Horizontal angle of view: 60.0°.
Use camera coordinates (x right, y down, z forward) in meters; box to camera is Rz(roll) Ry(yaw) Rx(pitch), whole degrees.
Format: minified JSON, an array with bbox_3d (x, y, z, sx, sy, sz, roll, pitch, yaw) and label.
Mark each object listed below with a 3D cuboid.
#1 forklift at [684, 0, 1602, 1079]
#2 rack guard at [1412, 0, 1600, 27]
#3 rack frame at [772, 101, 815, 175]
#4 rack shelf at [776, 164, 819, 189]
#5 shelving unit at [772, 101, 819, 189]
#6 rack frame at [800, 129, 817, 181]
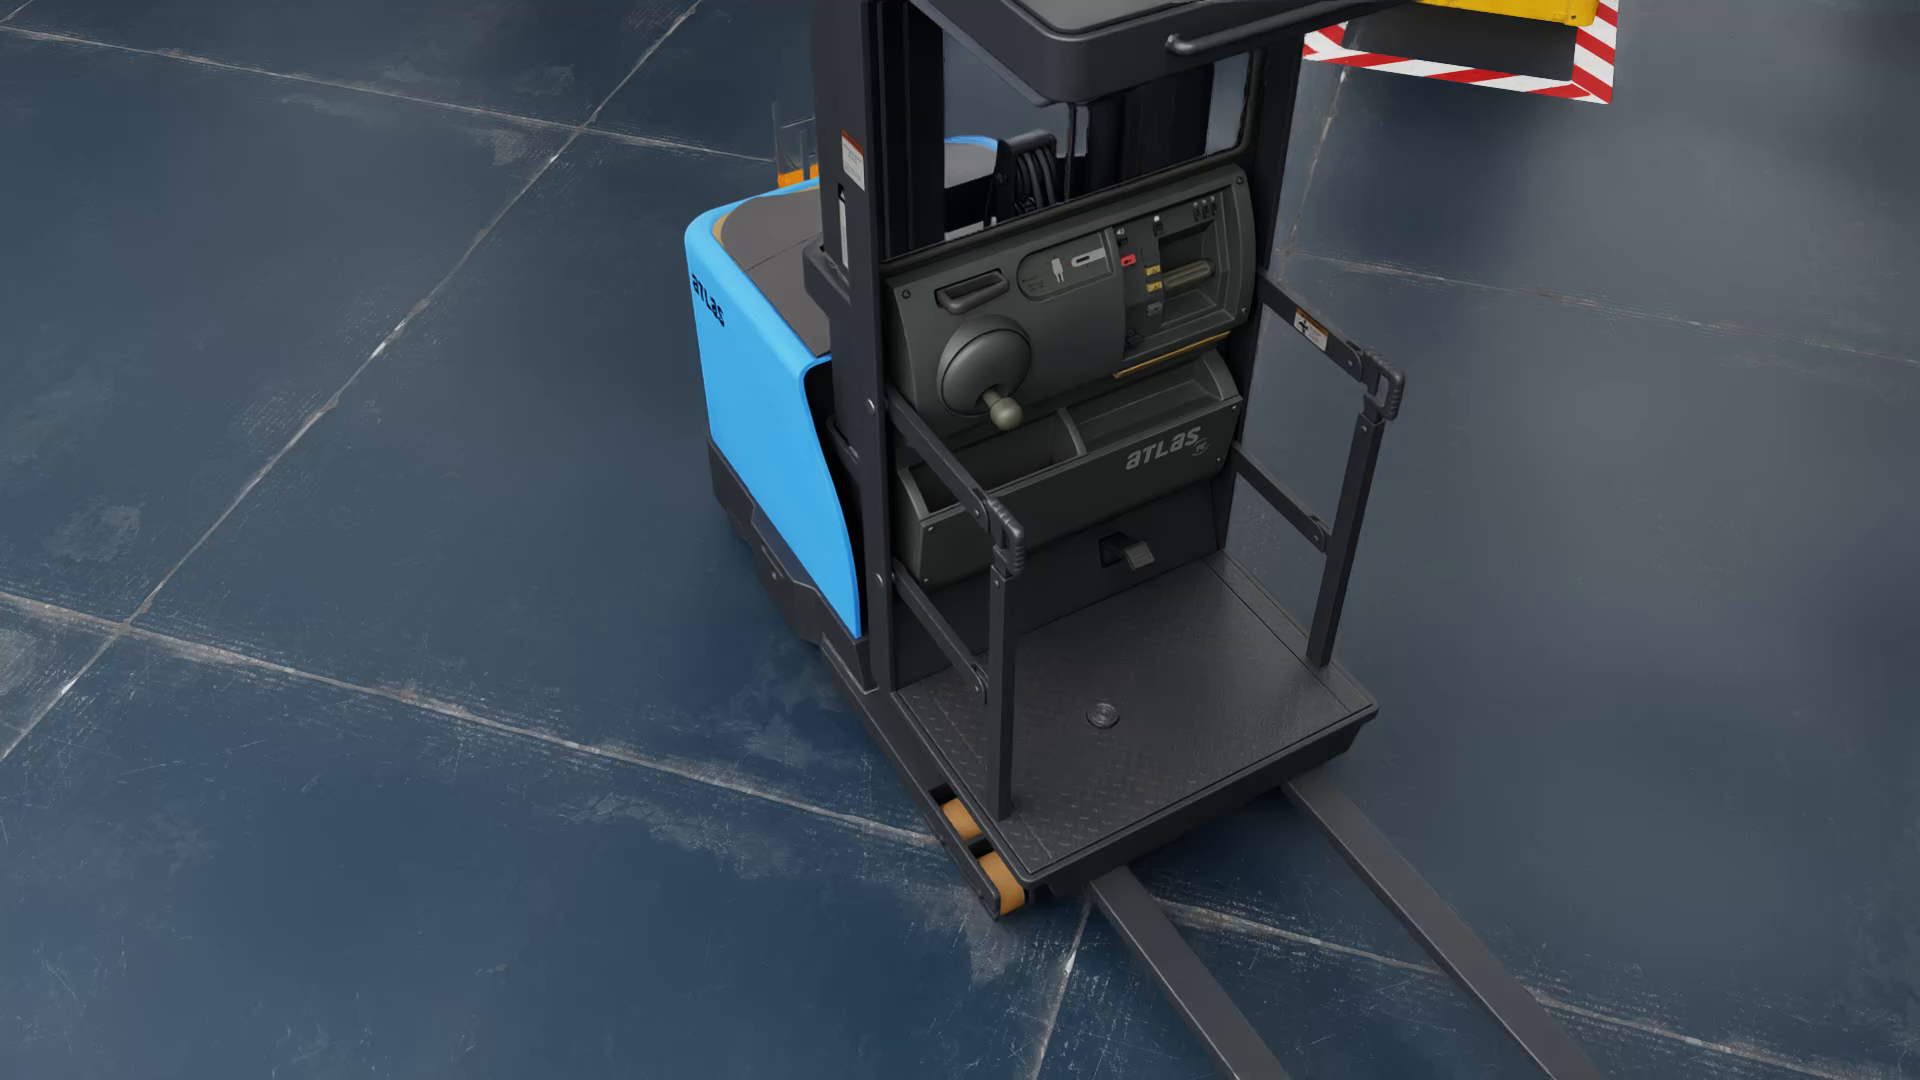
[{"bbox_3d":[0.387,-0.460,3.624,1.130,2.935,3.031,-22,49,-21],"label":"forklift"},{"bbox_3d":[2.408,-2.773,7.726,1.175,0.500,0.348,13,46,13],"label":"rack guard"},{"bbox_3d":[-0.442,-0.883,5.294,0.240,1.200,0.006,-22,49,-21],"label":"rack frame"},{"bbox_3d":[-0.396,-1.053,5.017,0.258,0.103,0.180,-22,49,-21],"label":"rack shelf"},{"bbox_3d":[-0.396,-0.827,5.238,0.258,1.200,0.189,-22,49,-21],"label":"shelving unit"},{"bbox_3d":[-0.350,-0.772,5.181,0.240,1.200,0.006,-22,49,-21],"label":"rack frame"}]
